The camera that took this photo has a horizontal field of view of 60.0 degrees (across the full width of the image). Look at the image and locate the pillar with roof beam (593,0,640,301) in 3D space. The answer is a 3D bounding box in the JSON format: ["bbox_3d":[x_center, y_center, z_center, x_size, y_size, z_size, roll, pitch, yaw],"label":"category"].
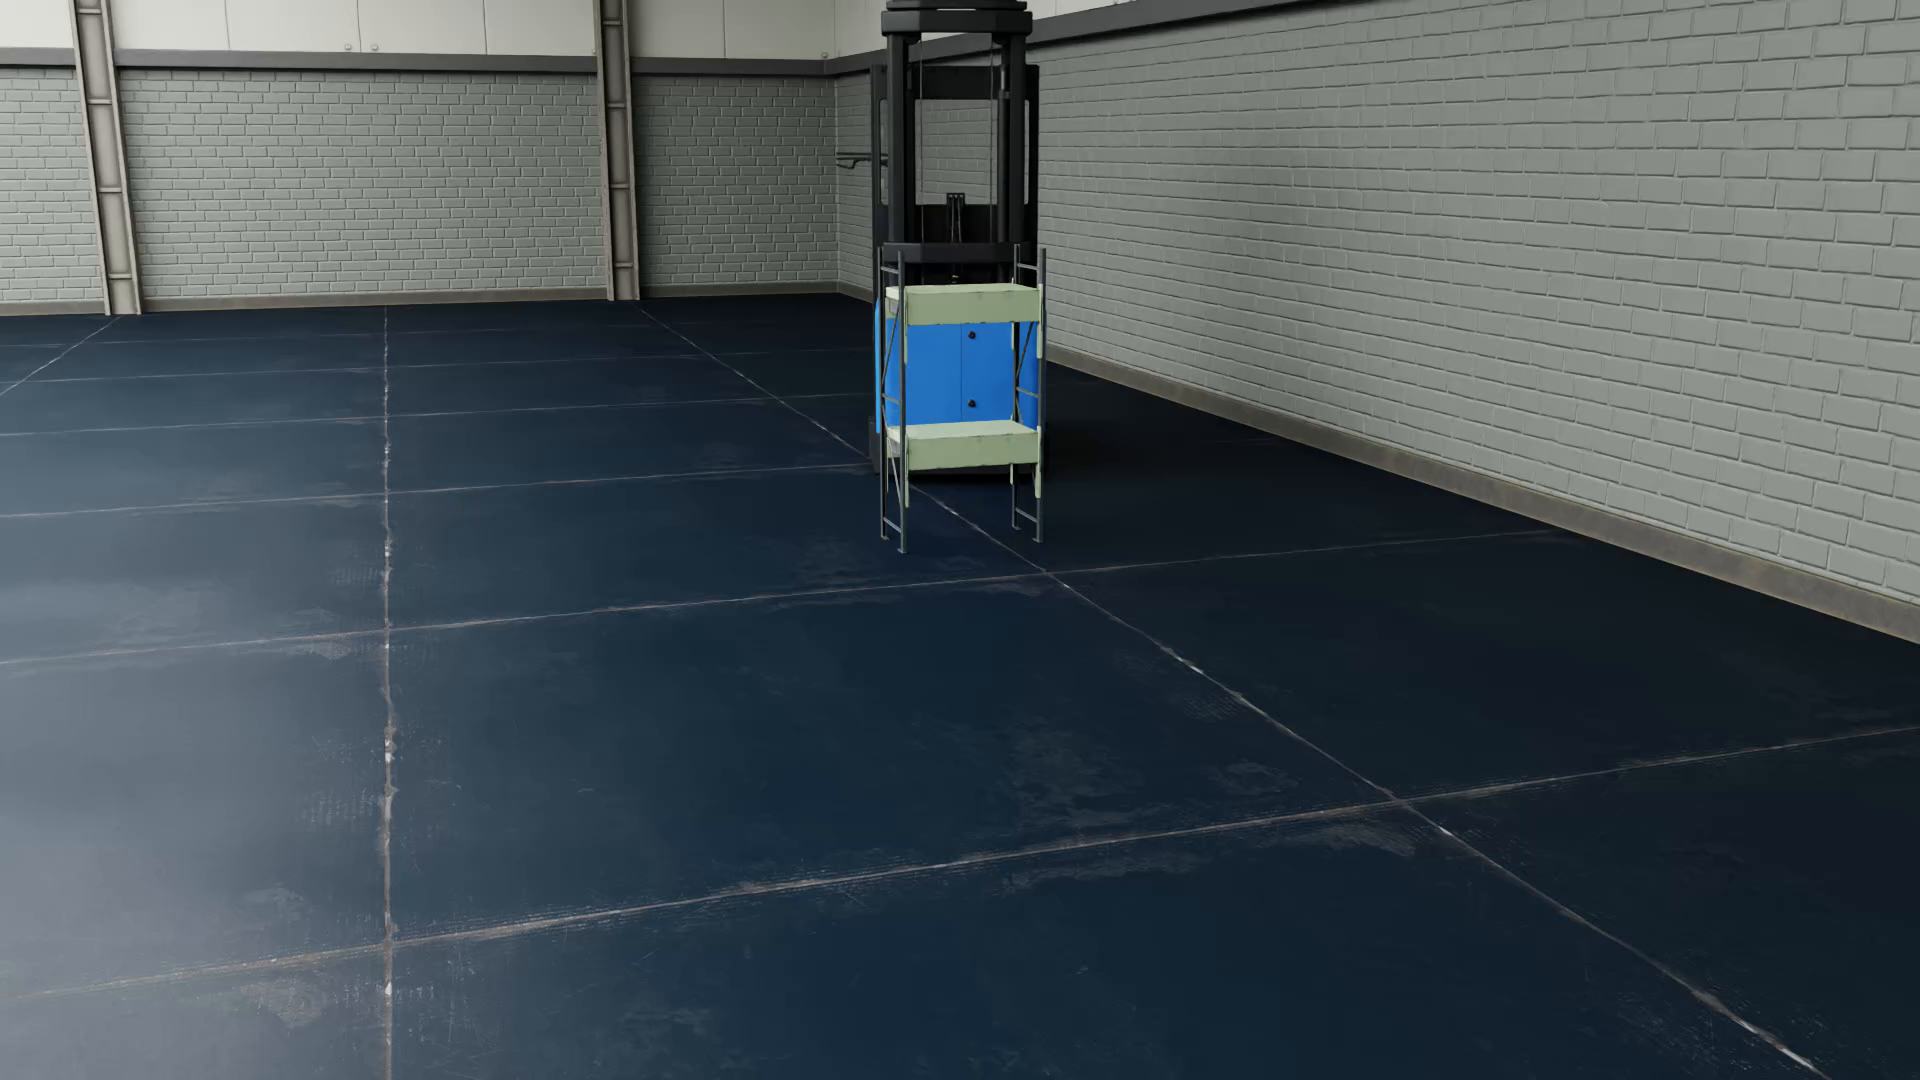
[{"bbox_3d":[-3.096,-6.633,17.084,0.400,9.000,9.100,-4,14,-18],"label":"pillar with roof beam"}]

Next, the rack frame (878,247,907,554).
[{"bbox_3d":[-0.341,-0.703,8.358,0.023,1.500,0.400,-4,14,-18],"label":"rack frame"}]

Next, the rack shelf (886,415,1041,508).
[{"bbox_3d":[0.006,-0.413,8.547,0.720,0.370,0.431,-4,14,-18],"label":"rack shelf"}]

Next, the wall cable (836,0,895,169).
[{"bbox_3d":[-1.255,-5.994,21.108,0.112,2.526,3.097,-4,14,-18],"label":"wall cable"}]

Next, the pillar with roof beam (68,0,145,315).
[{"bbox_3d":[-8.783,-6.191,15.223,0.400,9.000,9.100,-4,14,-18],"label":"pillar with roof beam"}]

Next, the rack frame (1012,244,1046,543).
[{"bbox_3d":[0.353,-0.757,8.585,0.023,1.500,0.400,-4,14,-18],"label":"rack frame"}]

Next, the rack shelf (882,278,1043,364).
[{"bbox_3d":[0.006,-1.110,8.381,0.720,0.370,0.431,-4,14,-18],"label":"rack shelf"}]

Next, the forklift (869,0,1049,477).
[{"bbox_3d":[-0.044,-2.100,11.138,1.130,2.935,3.031,0,13,-2],"label":"forklift"}]

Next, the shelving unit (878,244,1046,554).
[{"bbox_3d":[0.006,-0.730,8.471,0.755,1.500,0.431,-4,14,-18],"label":"shelving unit"}]
